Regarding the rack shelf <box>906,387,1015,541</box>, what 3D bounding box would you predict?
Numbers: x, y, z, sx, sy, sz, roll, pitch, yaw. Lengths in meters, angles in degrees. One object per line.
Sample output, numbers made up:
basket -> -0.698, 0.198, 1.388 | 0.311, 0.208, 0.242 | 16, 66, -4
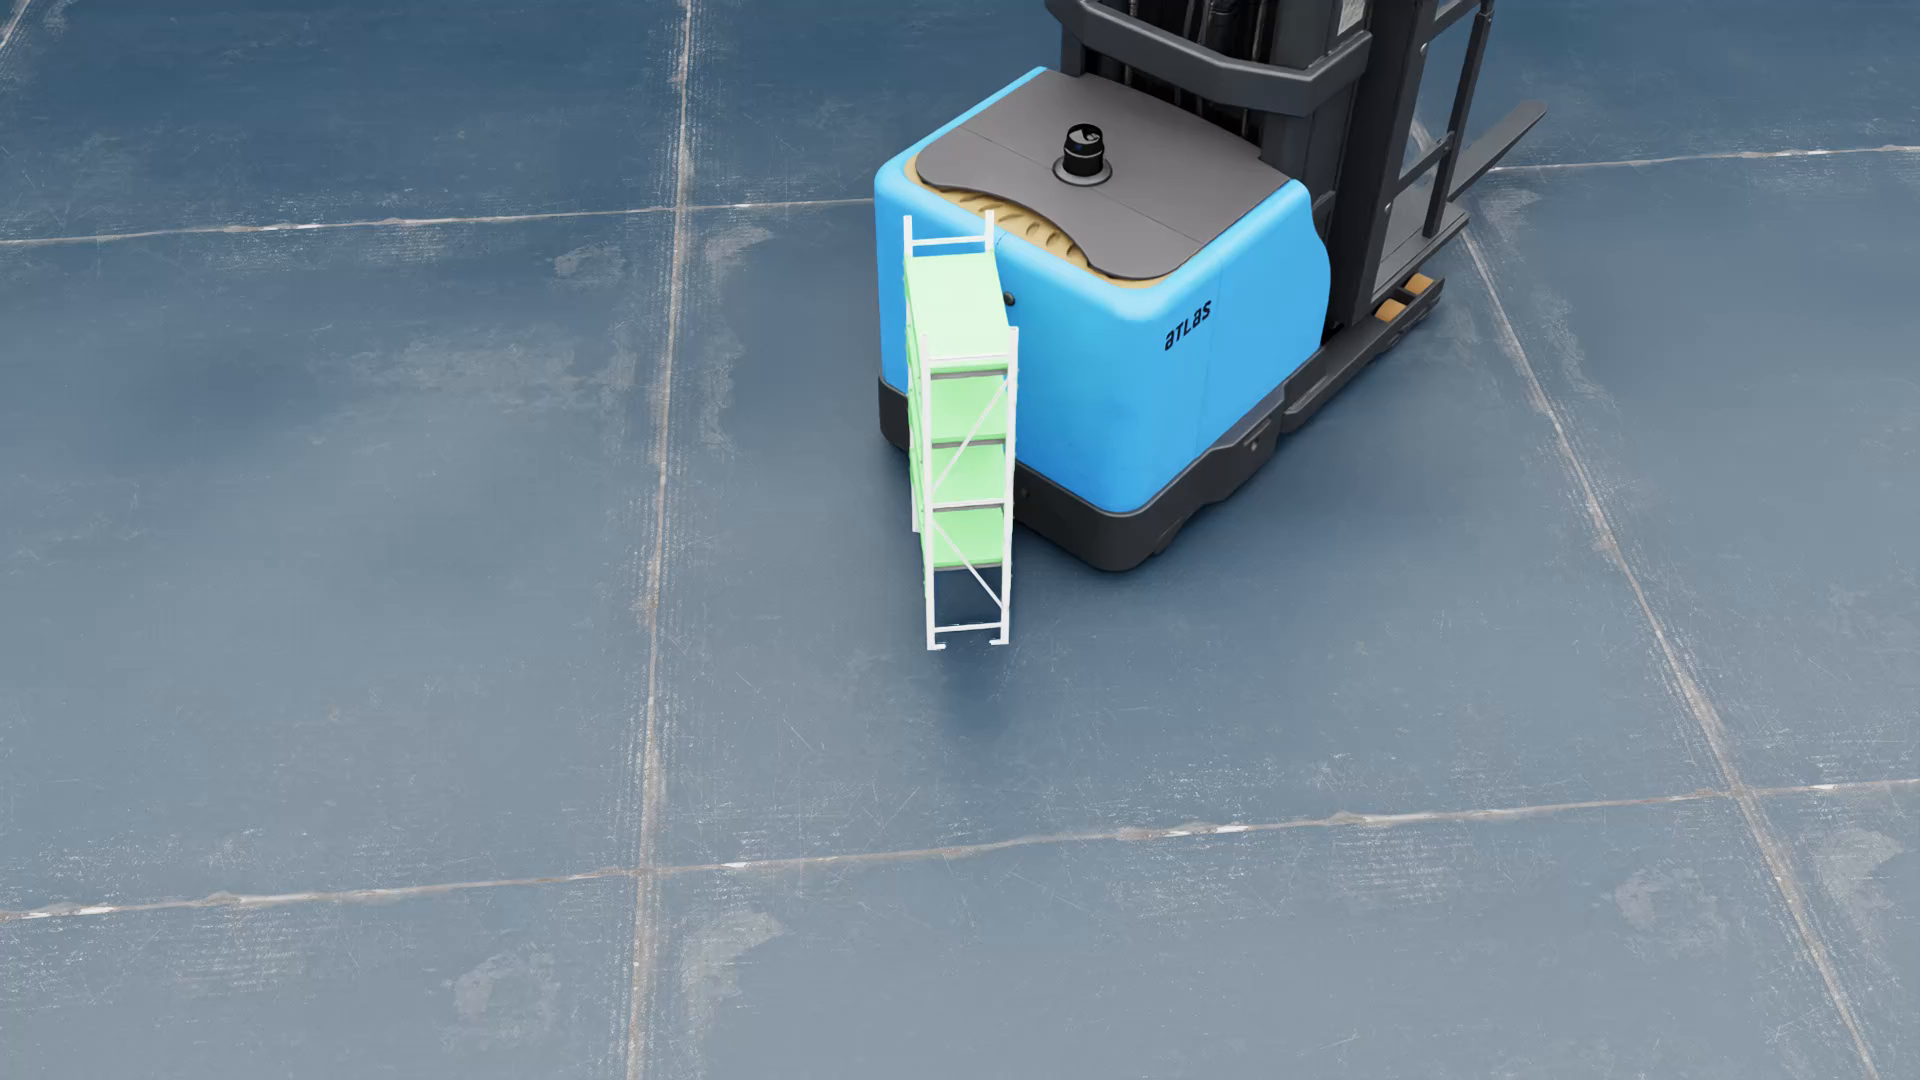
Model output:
rack shelf -> -0.004, -0.231, 4.730 | 0.258, 0.148, 0.480 | -5, 47, -4

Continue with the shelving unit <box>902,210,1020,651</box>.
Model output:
shelving unit -> -0.004, -0.275, 4.684 | 0.258, 1.200, 0.503 | -5, 47, -4

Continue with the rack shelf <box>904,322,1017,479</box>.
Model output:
rack shelf -> -0.004, -0.396, 4.556 | 0.258, 0.148, 0.480 | -5, 47, -4

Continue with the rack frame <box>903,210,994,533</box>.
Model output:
rack frame -> -0.030, -0.451, 4.850 | 0.240, 1.200, 0.015 | -5, 47, -4

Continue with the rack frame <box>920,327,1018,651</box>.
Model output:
rack frame -> 0.023, -0.098, 4.517 | 0.240, 1.200, 0.015 | -5, 47, -4

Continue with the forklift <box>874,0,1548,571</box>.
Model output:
forklift -> 1.081, -1.910, 5.040 | 1.130, 2.935, 3.031 | 32, 54, 27

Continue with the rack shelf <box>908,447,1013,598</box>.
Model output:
rack shelf -> -0.004, -0.066, 4.904 | 0.258, 0.148, 0.480 | -5, 47, -4

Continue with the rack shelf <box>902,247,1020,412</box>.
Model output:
rack shelf -> -0.004, -0.561, 4.382 | 0.258, 0.148, 0.480 | -5, 47, -4
